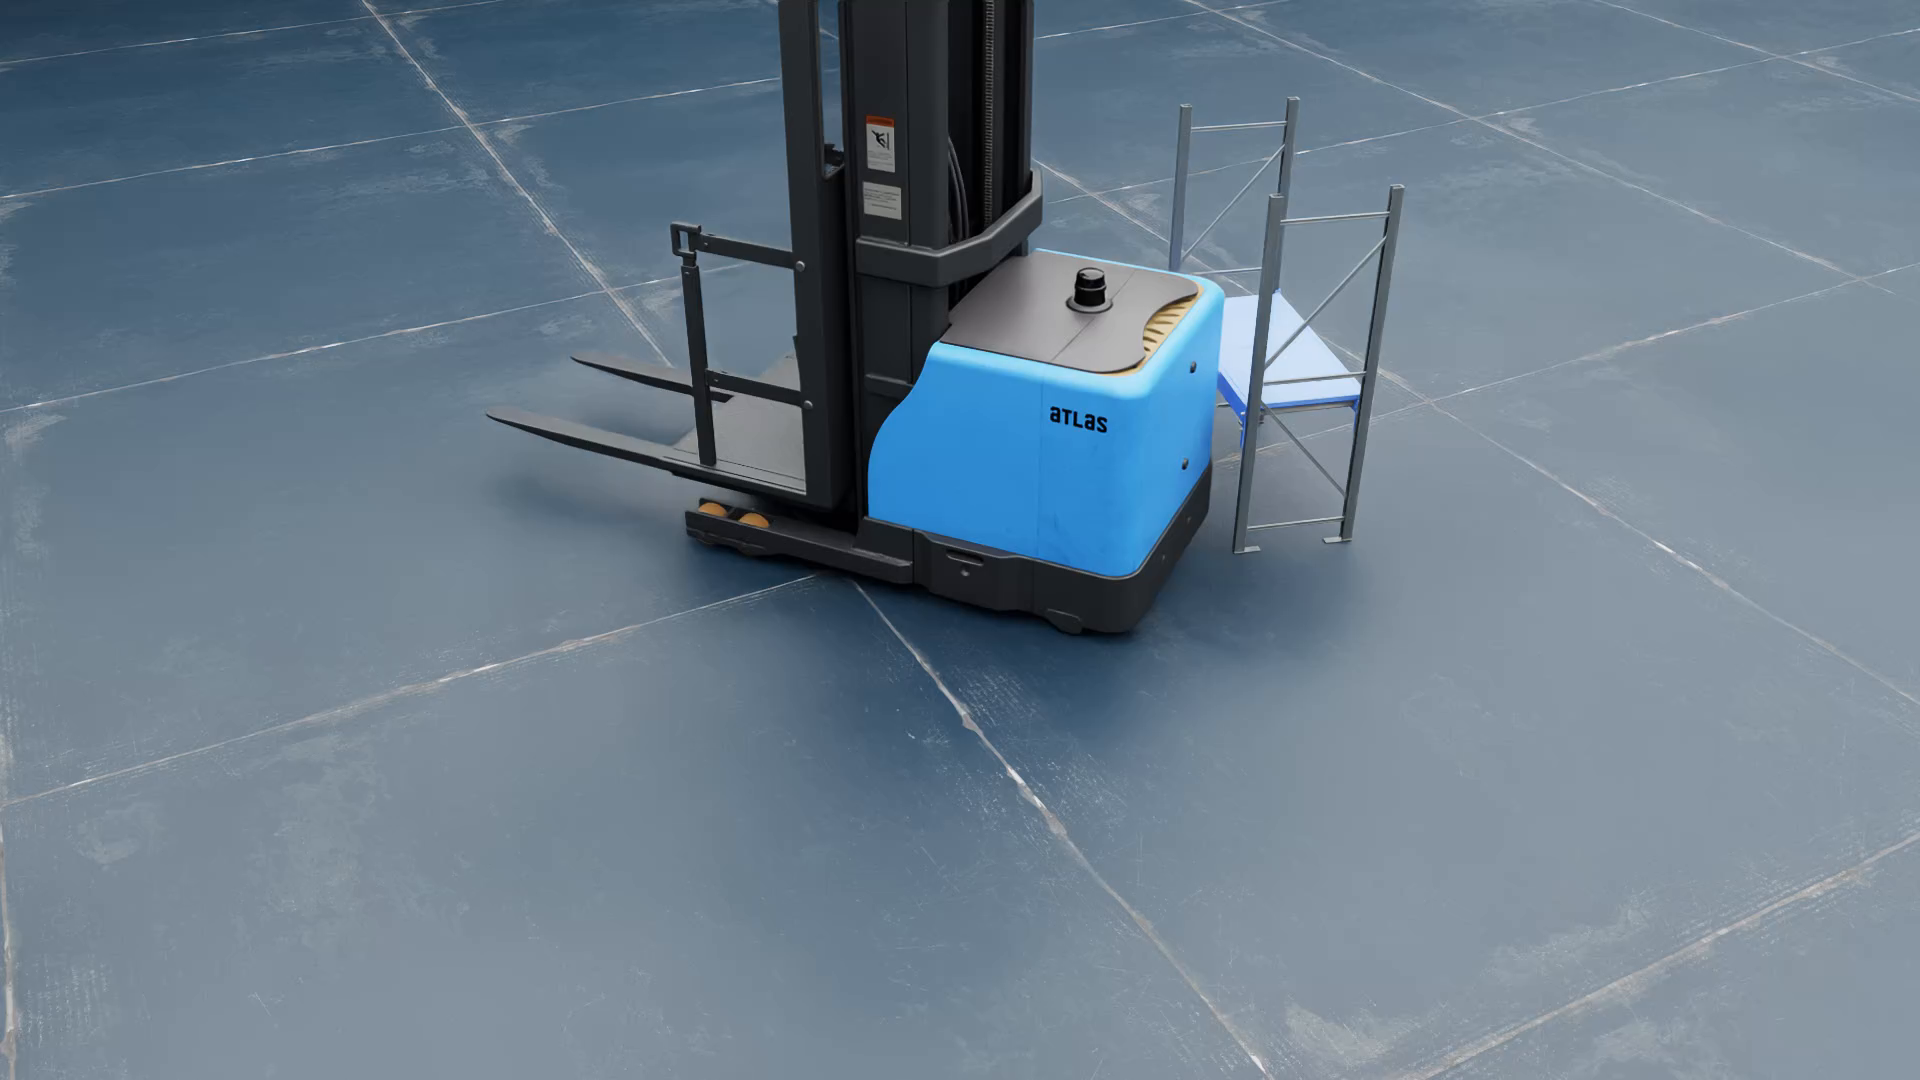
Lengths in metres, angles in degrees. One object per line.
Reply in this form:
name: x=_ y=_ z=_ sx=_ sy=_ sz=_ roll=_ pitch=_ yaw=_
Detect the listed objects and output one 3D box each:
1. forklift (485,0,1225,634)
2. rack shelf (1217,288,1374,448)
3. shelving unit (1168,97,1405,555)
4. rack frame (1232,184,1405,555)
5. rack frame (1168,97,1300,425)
forklift: x=-0.542 y=-1.414 z=6.240 sx=3.031 sy=2.935 sz=1.130 roll=14 pitch=35 yaw=21
rack shelf: x=1.238 y=-0.725 z=6.825 sx=0.538 sy=0.185 sz=1.000 roll=-6 pitch=33 yaw=-10
shelving unit: x=1.238 y=-0.877 z=6.728 sx=0.538 sy=1.500 sz=1.048 roll=-6 pitch=33 yaw=-10
rack frame: x=1.340 y=-0.608 z=6.309 sx=0.500 sy=1.500 sz=0.032 roll=-6 pitch=33 yaw=-10
rack frame: x=1.137 y=-1.145 z=7.148 sx=0.500 sy=1.500 sz=0.032 roll=-6 pitch=33 yaw=-10
